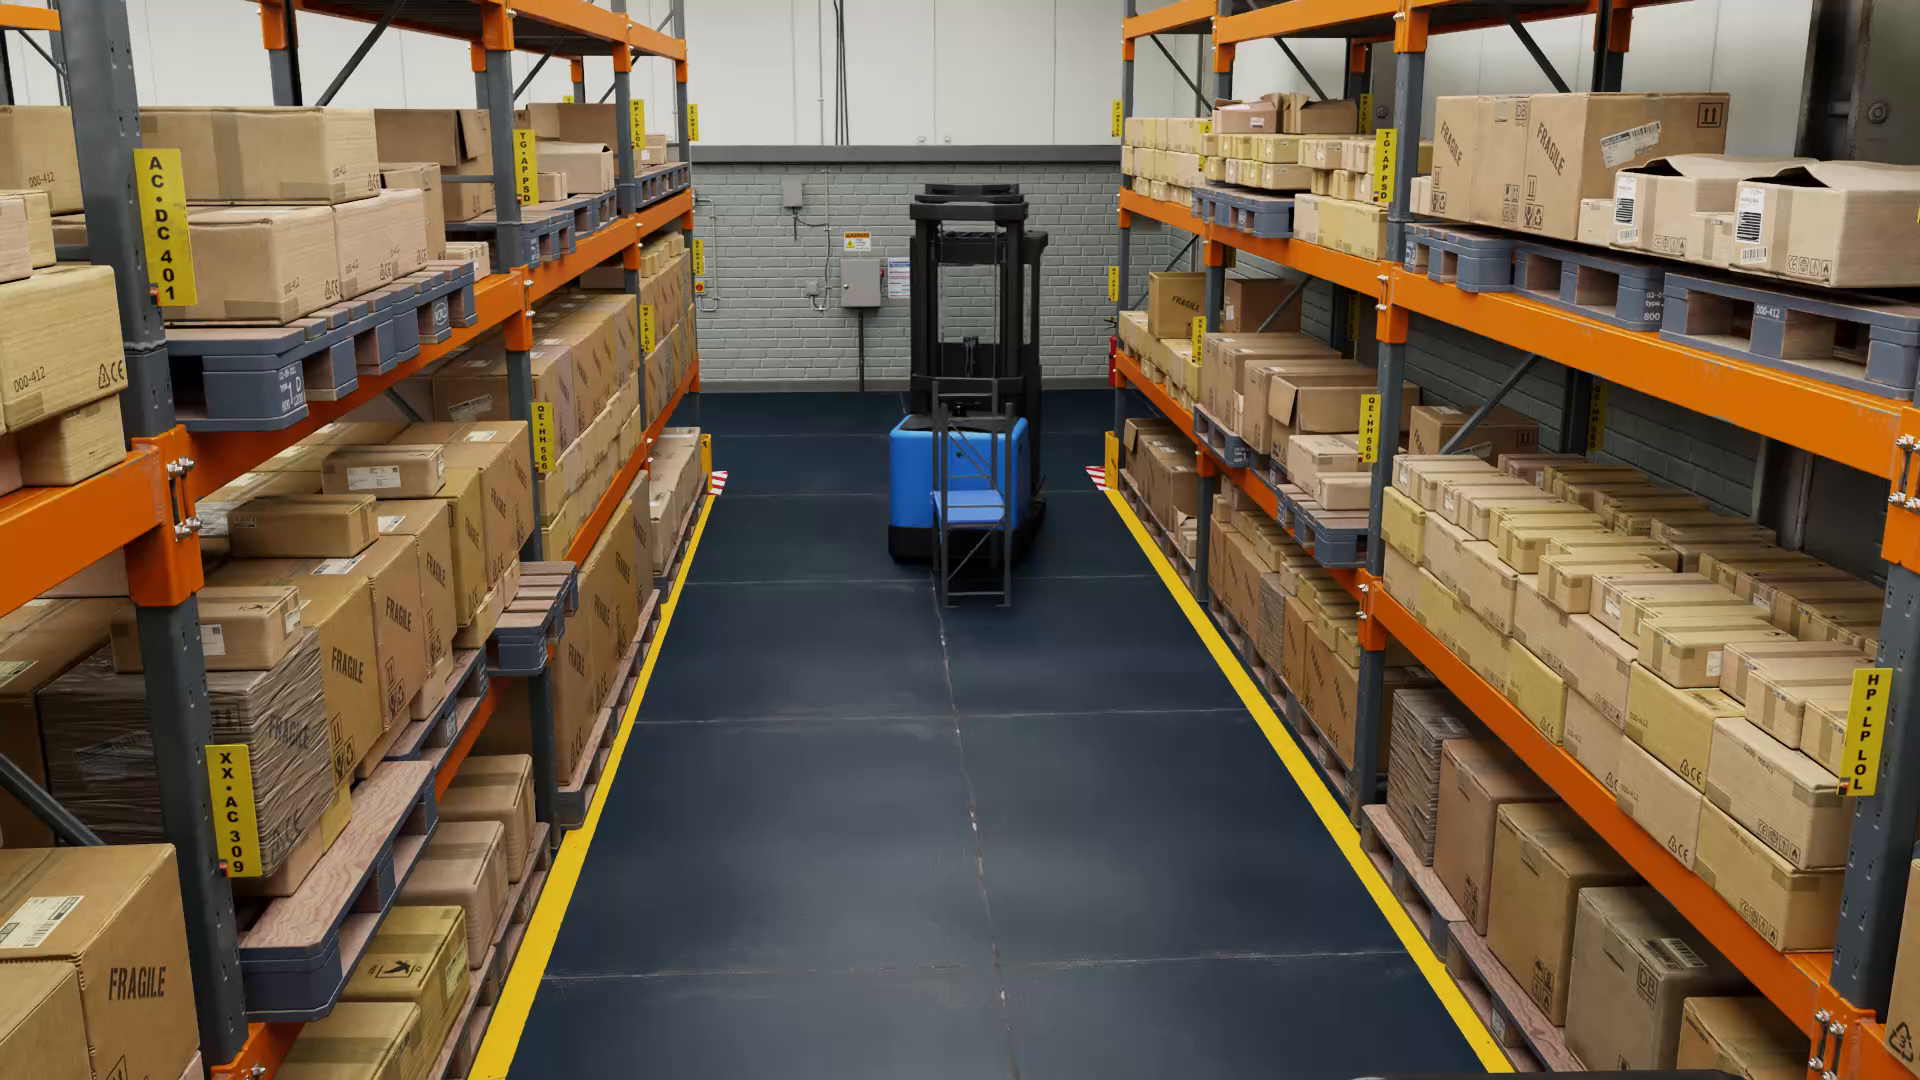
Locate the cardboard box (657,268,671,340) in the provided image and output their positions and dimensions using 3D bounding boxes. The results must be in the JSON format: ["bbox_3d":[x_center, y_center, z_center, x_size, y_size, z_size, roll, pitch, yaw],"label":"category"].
[{"bbox_3d":[-2.548,-1.842,12.958,0.500,0.500,0.500,-1,14,-2],"label":"cardboard box"}]

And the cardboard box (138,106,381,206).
[{"bbox_3d":[-1.896,-1.045,4.503,0.500,0.250,0.500,-1,14,-5],"label":"cardboard box"}]

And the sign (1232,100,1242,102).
[{"bbox_3d":[2.547,-3.891,15.333,0.100,0.325,0.005,-1,14,-3],"label":"sign"}]

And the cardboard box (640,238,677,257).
[{"bbox_3d":[-2.626,-2.500,14.215,0.380,0.149,0.250,-1,14,-2],"label":"cardboard box"}]

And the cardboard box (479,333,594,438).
[{"bbox_3d":[-2.310,-0.850,9.103,0.500,0.500,0.500,0,14,-2],"label":"cardboard box"}]

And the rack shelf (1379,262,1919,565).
[{"bbox_3d":[2.611,-0.623,5.853,1.077,0.370,4.000,-1,14,-3],"label":"rack shelf"}]

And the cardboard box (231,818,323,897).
[{"bbox_3d":[-1.938,0.832,4.435,0.380,0.149,0.250,-1,14,-3],"label":"cardboard box"}]

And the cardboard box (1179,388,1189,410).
[{"bbox_3d":[1.890,-1.094,12.761,0.380,0.149,0.250,-1,14,-2],"label":"cardboard box"}]

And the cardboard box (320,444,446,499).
[{"bbox_3d":[-2.084,-0.246,6.022,0.380,0.149,0.250,-2,15,-6],"label":"cardboard box"}]

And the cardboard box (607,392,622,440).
[{"bbox_3d":[-2.368,-0.744,10.197,0.500,0.250,0.500,-1,14,-2],"label":"cardboard box"}]

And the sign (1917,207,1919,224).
[{"bbox_3d":[2.194,-0.866,3.685,0.100,0.325,0.005,-1,14,-3],"label":"sign"}]

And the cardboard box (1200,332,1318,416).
[{"bbox_3d":[2.046,-1.139,11.391,0.700,0.500,0.500,-1,14,-2],"label":"cardboard box"}]

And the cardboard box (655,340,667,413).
[{"bbox_3d":[-2.509,-1.228,12.579,0.500,0.500,0.500,-1,14,-3],"label":"cardboard box"}]

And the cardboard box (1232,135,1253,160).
[{"bbox_3d":[1.923,-2.464,10.429,0.380,0.149,0.250,-1,14,-4],"label":"cardboard box"}]

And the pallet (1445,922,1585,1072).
[{"bbox_3d":[2.572,1.842,6.443,1.003,0.211,1.213,-1,14,-3],"label":"pallet"}]

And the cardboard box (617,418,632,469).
[{"bbox_3d":[-2.405,-0.627,10.743,0.500,0.250,0.500,-1,14,-4],"label":"cardboard box"}]

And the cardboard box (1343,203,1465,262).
[{"bbox_3d":[2.213,-1.520,8.197,0.500,0.250,0.500,-1,14,-5],"label":"cardboard box"}]

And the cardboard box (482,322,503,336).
[{"bbox_3d":[-2.848,-0.973,9.581,0.500,0.500,0.500,-1,14,-4],"label":"cardboard box"}]

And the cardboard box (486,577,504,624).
[{"bbox_3d":[-2.055,0.248,6.706,0.380,0.149,0.250,-2,15,-6],"label":"cardboard box"}]

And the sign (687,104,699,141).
[{"bbox_3d":[-2.420,-3.777,15.047,0.100,0.325,0.005,-1,14,-3],"label":"sign"}]

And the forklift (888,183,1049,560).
[{"bbox_3d":[0.164,-1.579,14.281,1.130,2.935,3.031,2,15,9],"label":"forklift"}]

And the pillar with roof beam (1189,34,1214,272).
[{"bbox_3d":[-1.573,-5.529,17.458,9.100,9.000,0.400,-1,14,-3],"label":"pillar with roof beam"}]

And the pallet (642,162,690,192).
[{"bbox_3d":[-2.906,-3.154,14.423,1.003,0.211,1.213,-1,14,-3],"label":"pallet"}]

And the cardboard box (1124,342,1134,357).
[{"bbox_3d":[1.738,-1.798,15.500,0.380,0.149,0.250,-1,14,-4],"label":"cardboard box"}]

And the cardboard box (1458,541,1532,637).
[{"bbox_3d":[2.315,0.183,6.592,0.500,0.250,0.500,-1,14,-5],"label":"cardboard box"}]

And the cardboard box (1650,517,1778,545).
[{"bbox_3d":[2.914,0.014,6.448,0.380,0.149,0.250,-1,14,-4],"label":"cardboard box"}]

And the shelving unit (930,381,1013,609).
[{"bbox_3d":[0.077,-0.363,12.426,0.538,1.500,1.048,-1,14,-4],"label":"shelving unit"}]

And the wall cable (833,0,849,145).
[{"bbox_3d":[-0.062,-6.307,20.404,2.988,3.039,0.133,-1,14,-3],"label":"wall cable"}]

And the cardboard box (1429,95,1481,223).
[{"bbox_3d":[2.289,-1.585,6.905,0.500,0.500,0.500,-1,14,-3],"label":"cardboard box"}]

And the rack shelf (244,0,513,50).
[{"bbox_3d":[-2.343,-1.805,5.228,1.077,0.370,4.000,-1,14,-3],"label":"rack shelf"}]

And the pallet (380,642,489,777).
[{"bbox_3d":[-2.303,0.646,5.882,1.003,0.211,1.213,-1,14,-3],"label":"pallet"}]

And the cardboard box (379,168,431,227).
[{"bbox_3d":[-2.344,-1.063,5.910,0.797,0.503,0.637,-1,14,-3],"label":"cardboard box"}]

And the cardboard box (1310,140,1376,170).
[{"bbox_3d":[2.108,-2.075,8.954,0.380,0.149,0.250,-1,14,-5],"label":"cardboard box"}]

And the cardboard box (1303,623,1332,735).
[{"bbox_3d":[2.226,0.764,9.210,0.500,0.500,0.500,-1,14,-4],"label":"cardboard box"}]

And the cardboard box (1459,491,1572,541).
[{"bbox_3d":[2.301,-0.100,6.895,0.380,0.149,0.250,-1,14,-3],"label":"cardboard box"}]

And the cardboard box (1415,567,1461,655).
[{"bbox_3d":[2.297,0.295,7.159,0.500,0.250,0.500,-1,14,-5],"label":"cardboard box"}]

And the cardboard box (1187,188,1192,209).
[{"bbox_3d":[1.902,-2.555,12.421,0.380,0.149,0.250,0,14,-2],"label":"cardboard box"}]

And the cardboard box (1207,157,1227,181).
[{"bbox_3d":[1.842,-2.449,10.965,0.380,0.149,0.250,-1,14,-3],"label":"cardboard box"}]

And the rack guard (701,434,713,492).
[{"bbox_3d":[-2.964,-0.724,15.836,1.175,0.500,0.348,-1,14,-3],"label":"rack guard"}]

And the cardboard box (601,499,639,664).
[{"bbox_3d":[-2.533,0.269,10.381,0.875,0.875,0.875,0,14,-2],"label":"cardboard box"}]

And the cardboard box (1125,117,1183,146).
[{"bbox_3d":[1.768,-3.658,14.905,0.500,0.250,0.500,-1,14,-4],"label":"cardboard box"}]

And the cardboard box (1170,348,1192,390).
[{"bbox_3d":[1.919,-1.330,12.879,0.500,0.250,0.500,-1,14,-3],"label":"cardboard box"}]

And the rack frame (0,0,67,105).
[{"bbox_3d":[-7.897,-4.732,14.360,1.000,3.000,0.127,-1,14,-3],"label":"rack frame"}]

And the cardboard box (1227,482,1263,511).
[{"bbox_3d":[2.060,-0.305,11.467,0.380,0.149,0.250,-2,15,-6],"label":"cardboard box"}]

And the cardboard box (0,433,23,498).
[{"bbox_3d":[-1.967,-0.137,3.024,0.380,0.149,0.250,-1,14,-3],"label":"cardboard box"}]

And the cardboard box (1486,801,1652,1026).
[{"bbox_3d":[2.603,1.415,6.428,0.875,0.625,0.625,-1,15,-6],"label":"cardboard box"}]

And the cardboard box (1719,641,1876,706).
[{"bbox_3d":[2.496,0.409,4.916,0.380,0.149,0.250,-1,14,-3],"label":"cardboard box"}]

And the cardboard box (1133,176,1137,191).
[{"bbox_3d":[1.779,-3.254,15.139,0.380,0.149,0.250,-1,14,-2],"label":"cardboard box"}]

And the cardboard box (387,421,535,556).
[{"bbox_3d":[-2.161,-0.226,7.244,0.500,0.500,0.500,-1,14,-5],"label":"cardboard box"}]

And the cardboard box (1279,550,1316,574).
[{"bbox_3d":[2.185,0.166,10.235,0.380,0.149,0.250,-1,14,-3],"label":"cardboard box"}]

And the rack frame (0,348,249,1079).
[{"bbox_3d":[-2.219,1.056,3.903,1.000,3.000,0.127,-1,14,-3],"label":"rack frame"}]

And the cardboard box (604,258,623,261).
[{"bbox_3d":[-2.565,-1.989,12.230,0.380,0.149,0.250,-1,14,-4],"label":"cardboard box"}]

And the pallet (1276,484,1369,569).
[{"bbox_3d":[2.375,-0.091,8.745,1.213,0.211,1.003,-1,14,-3],"label":"pallet"}]
